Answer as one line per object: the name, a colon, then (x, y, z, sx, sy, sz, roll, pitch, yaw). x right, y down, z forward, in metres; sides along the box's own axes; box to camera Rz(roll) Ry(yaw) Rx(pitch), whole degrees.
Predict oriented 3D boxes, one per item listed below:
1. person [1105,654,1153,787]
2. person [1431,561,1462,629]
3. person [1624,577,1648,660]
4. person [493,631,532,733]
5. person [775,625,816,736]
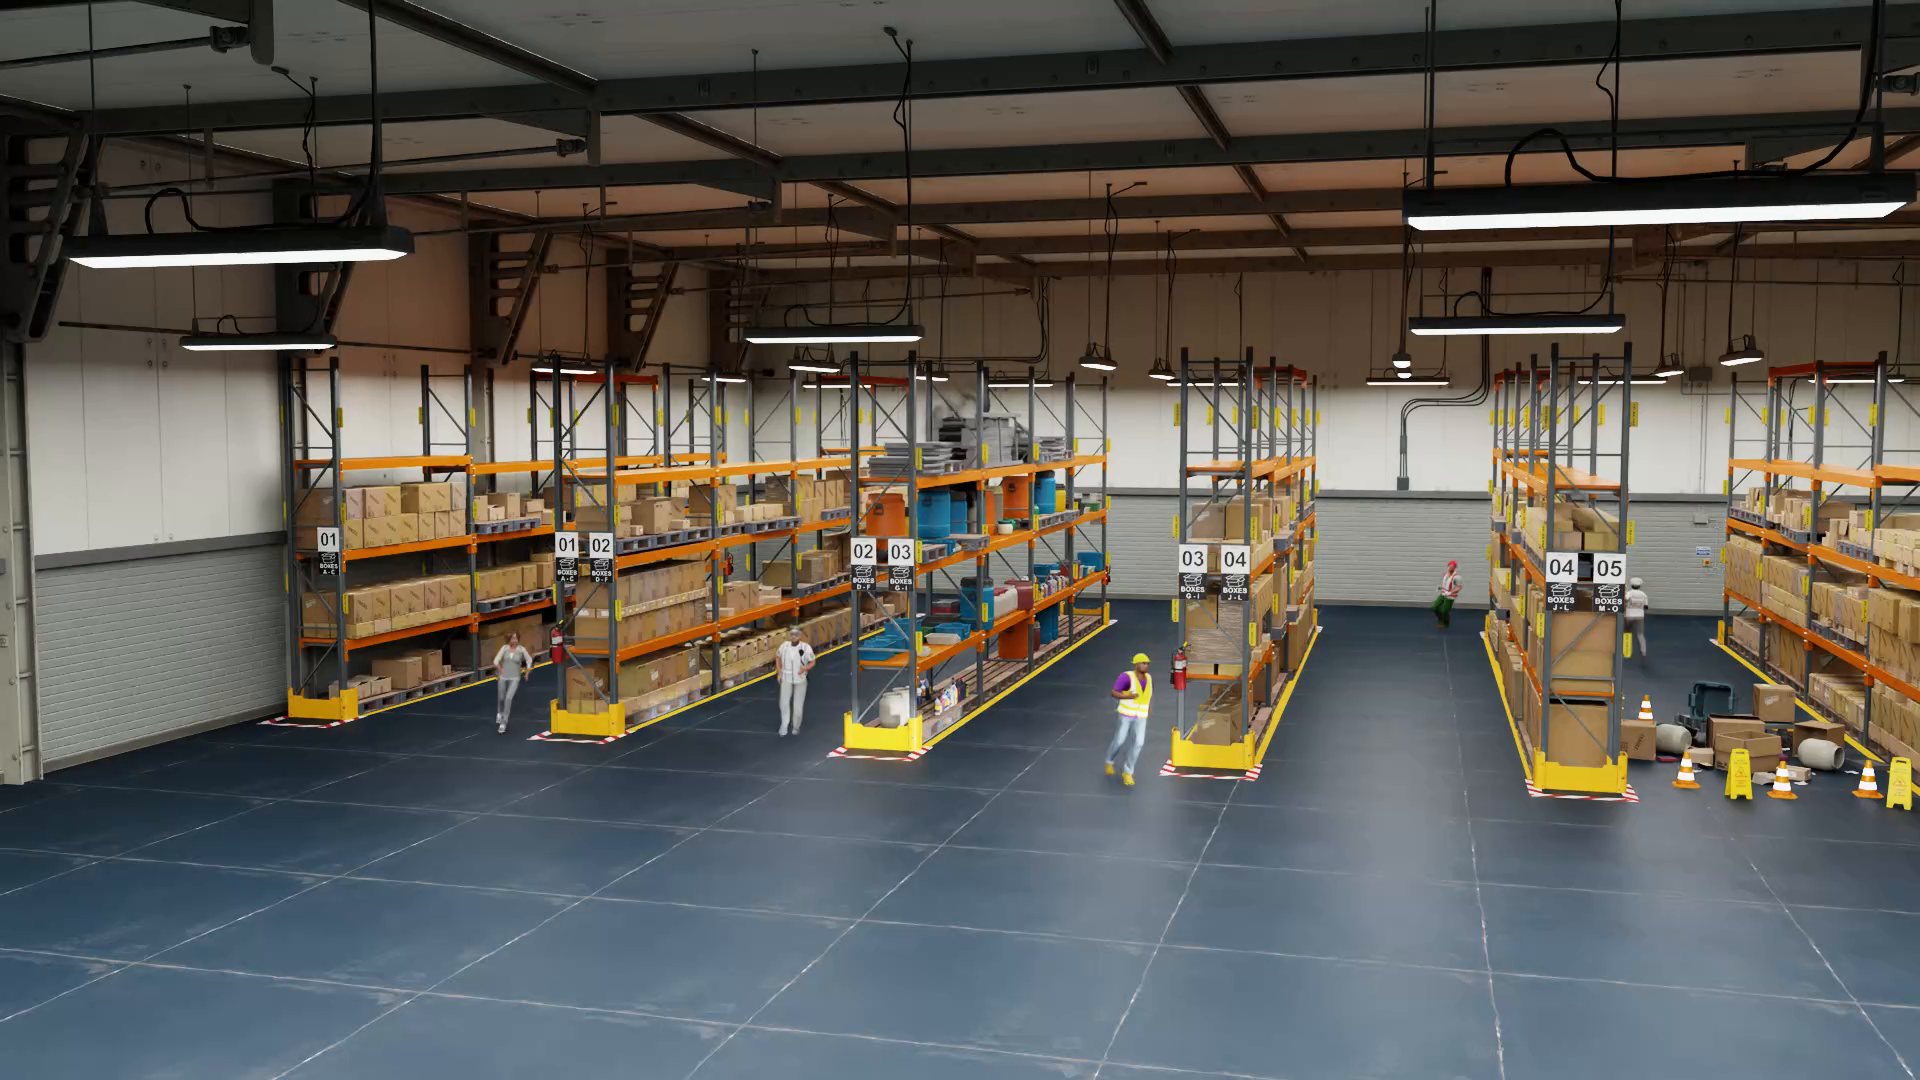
person: (2.412, 2.444, 22.984, 0.703, 1.774, 0.806, -1, 4, -15)
person: (11.430, 1.295, 39.062, 0.558, 1.646, 0.838, -2, 5, -22)
person: (13.880, 1.651, 34.251, 0.584, 1.736, 0.885, 1, 4, 12)
person: (-7.200, 2.250, 26.751, 0.615, 1.583, 0.792, -1, 4, -7)
person: (-2.601, 2.221, 26.145, 0.661, 1.778, 0.678, 0, 4, 1)
